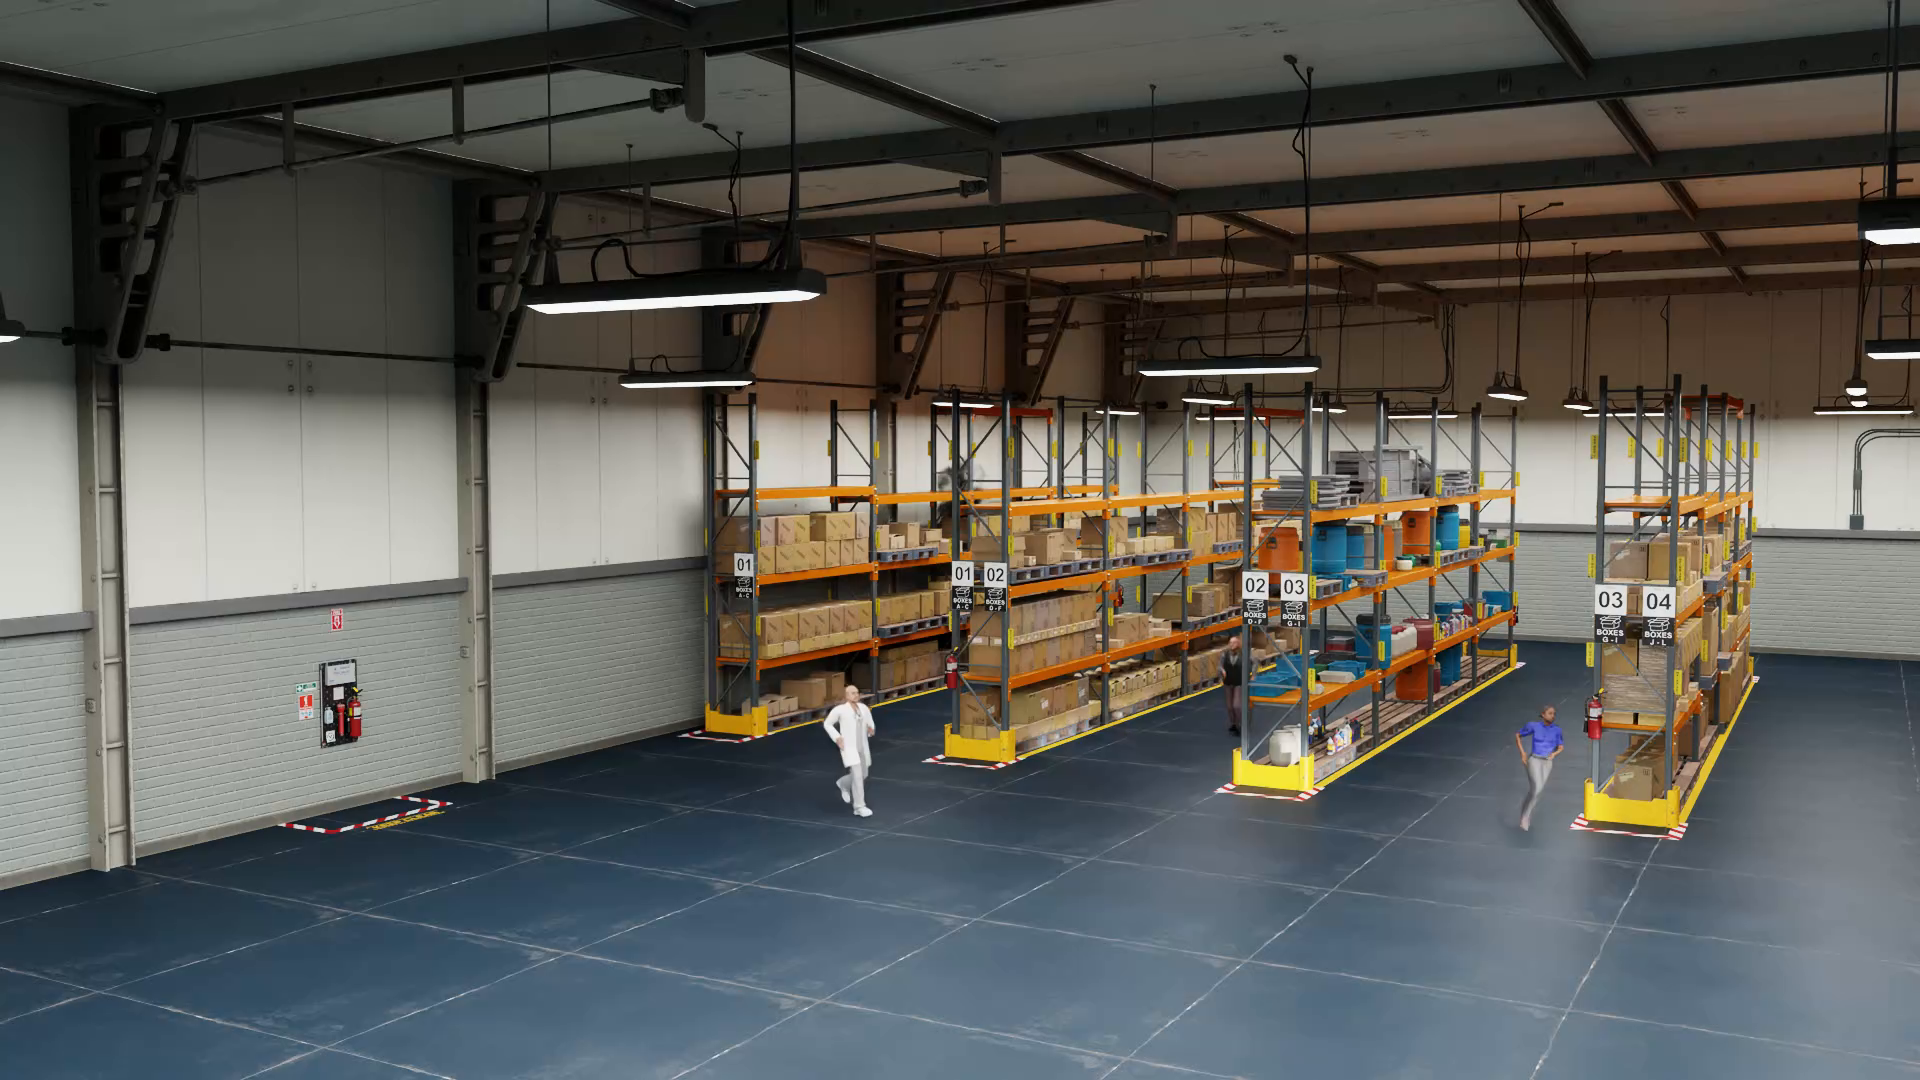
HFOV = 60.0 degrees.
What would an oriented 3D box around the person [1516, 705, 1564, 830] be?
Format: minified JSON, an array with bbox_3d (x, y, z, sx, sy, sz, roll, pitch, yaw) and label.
[{"bbox_3d":[7.688,3.005,22.061,0.606,1.648,0.645,0,3,-5],"label":"person"}]

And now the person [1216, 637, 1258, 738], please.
[{"bbox_3d":[4.821,2.590,29.127,0.671,1.783,0.733,1,3,26],"label":"person"}]

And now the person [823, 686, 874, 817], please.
[{"bbox_3d":[-1.489,2.883,22.918,0.703,1.751,0.963,-2,4,-38],"label":"person"}]
